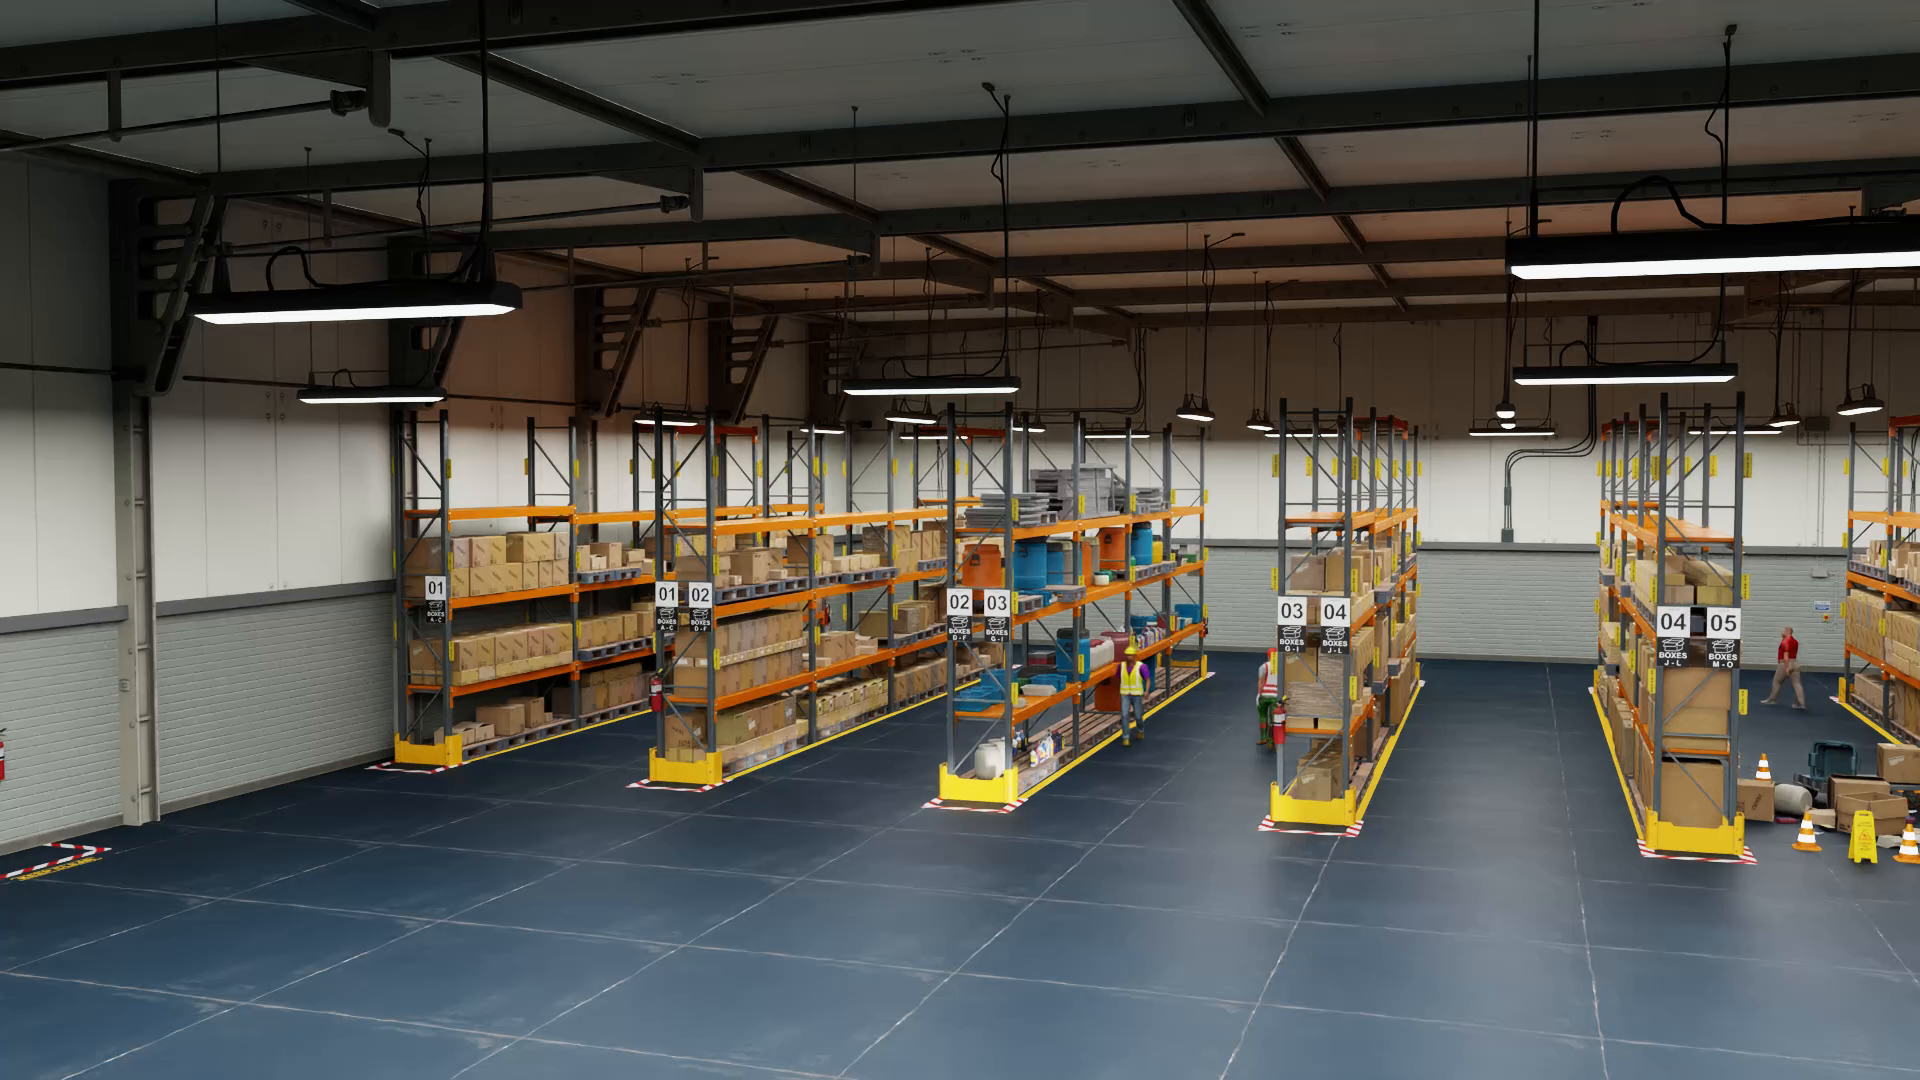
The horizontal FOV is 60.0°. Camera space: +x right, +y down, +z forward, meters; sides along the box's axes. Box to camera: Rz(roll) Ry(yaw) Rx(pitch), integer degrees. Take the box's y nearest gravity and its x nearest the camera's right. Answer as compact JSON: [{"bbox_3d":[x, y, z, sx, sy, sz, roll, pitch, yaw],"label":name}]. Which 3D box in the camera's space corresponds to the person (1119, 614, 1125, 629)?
[{"bbox_3d":[3.790,2.513,38.419,0.558,1.637,1.010,2,3,40],"label":"person"}]

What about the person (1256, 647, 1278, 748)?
[{"bbox_3d":[5.598,2.838,29.862,0.544,1.807,0.542,0,2,10],"label":"person"}]

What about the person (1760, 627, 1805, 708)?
[{"bbox_3d":[17.303,2.646,34.809,0.502,1.670,0.974,-1,3,-16],"label":"person"}]

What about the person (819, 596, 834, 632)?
[{"bbox_3d":[-3.576,2.251,44.465,0.405,1.699,0.480,1,3,17],"label":"person"}]

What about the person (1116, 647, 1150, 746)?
[{"bbox_3d":[3.147,2.822,30.276,0.660,1.760,0.838,1,3,17],"label":"person"}]
